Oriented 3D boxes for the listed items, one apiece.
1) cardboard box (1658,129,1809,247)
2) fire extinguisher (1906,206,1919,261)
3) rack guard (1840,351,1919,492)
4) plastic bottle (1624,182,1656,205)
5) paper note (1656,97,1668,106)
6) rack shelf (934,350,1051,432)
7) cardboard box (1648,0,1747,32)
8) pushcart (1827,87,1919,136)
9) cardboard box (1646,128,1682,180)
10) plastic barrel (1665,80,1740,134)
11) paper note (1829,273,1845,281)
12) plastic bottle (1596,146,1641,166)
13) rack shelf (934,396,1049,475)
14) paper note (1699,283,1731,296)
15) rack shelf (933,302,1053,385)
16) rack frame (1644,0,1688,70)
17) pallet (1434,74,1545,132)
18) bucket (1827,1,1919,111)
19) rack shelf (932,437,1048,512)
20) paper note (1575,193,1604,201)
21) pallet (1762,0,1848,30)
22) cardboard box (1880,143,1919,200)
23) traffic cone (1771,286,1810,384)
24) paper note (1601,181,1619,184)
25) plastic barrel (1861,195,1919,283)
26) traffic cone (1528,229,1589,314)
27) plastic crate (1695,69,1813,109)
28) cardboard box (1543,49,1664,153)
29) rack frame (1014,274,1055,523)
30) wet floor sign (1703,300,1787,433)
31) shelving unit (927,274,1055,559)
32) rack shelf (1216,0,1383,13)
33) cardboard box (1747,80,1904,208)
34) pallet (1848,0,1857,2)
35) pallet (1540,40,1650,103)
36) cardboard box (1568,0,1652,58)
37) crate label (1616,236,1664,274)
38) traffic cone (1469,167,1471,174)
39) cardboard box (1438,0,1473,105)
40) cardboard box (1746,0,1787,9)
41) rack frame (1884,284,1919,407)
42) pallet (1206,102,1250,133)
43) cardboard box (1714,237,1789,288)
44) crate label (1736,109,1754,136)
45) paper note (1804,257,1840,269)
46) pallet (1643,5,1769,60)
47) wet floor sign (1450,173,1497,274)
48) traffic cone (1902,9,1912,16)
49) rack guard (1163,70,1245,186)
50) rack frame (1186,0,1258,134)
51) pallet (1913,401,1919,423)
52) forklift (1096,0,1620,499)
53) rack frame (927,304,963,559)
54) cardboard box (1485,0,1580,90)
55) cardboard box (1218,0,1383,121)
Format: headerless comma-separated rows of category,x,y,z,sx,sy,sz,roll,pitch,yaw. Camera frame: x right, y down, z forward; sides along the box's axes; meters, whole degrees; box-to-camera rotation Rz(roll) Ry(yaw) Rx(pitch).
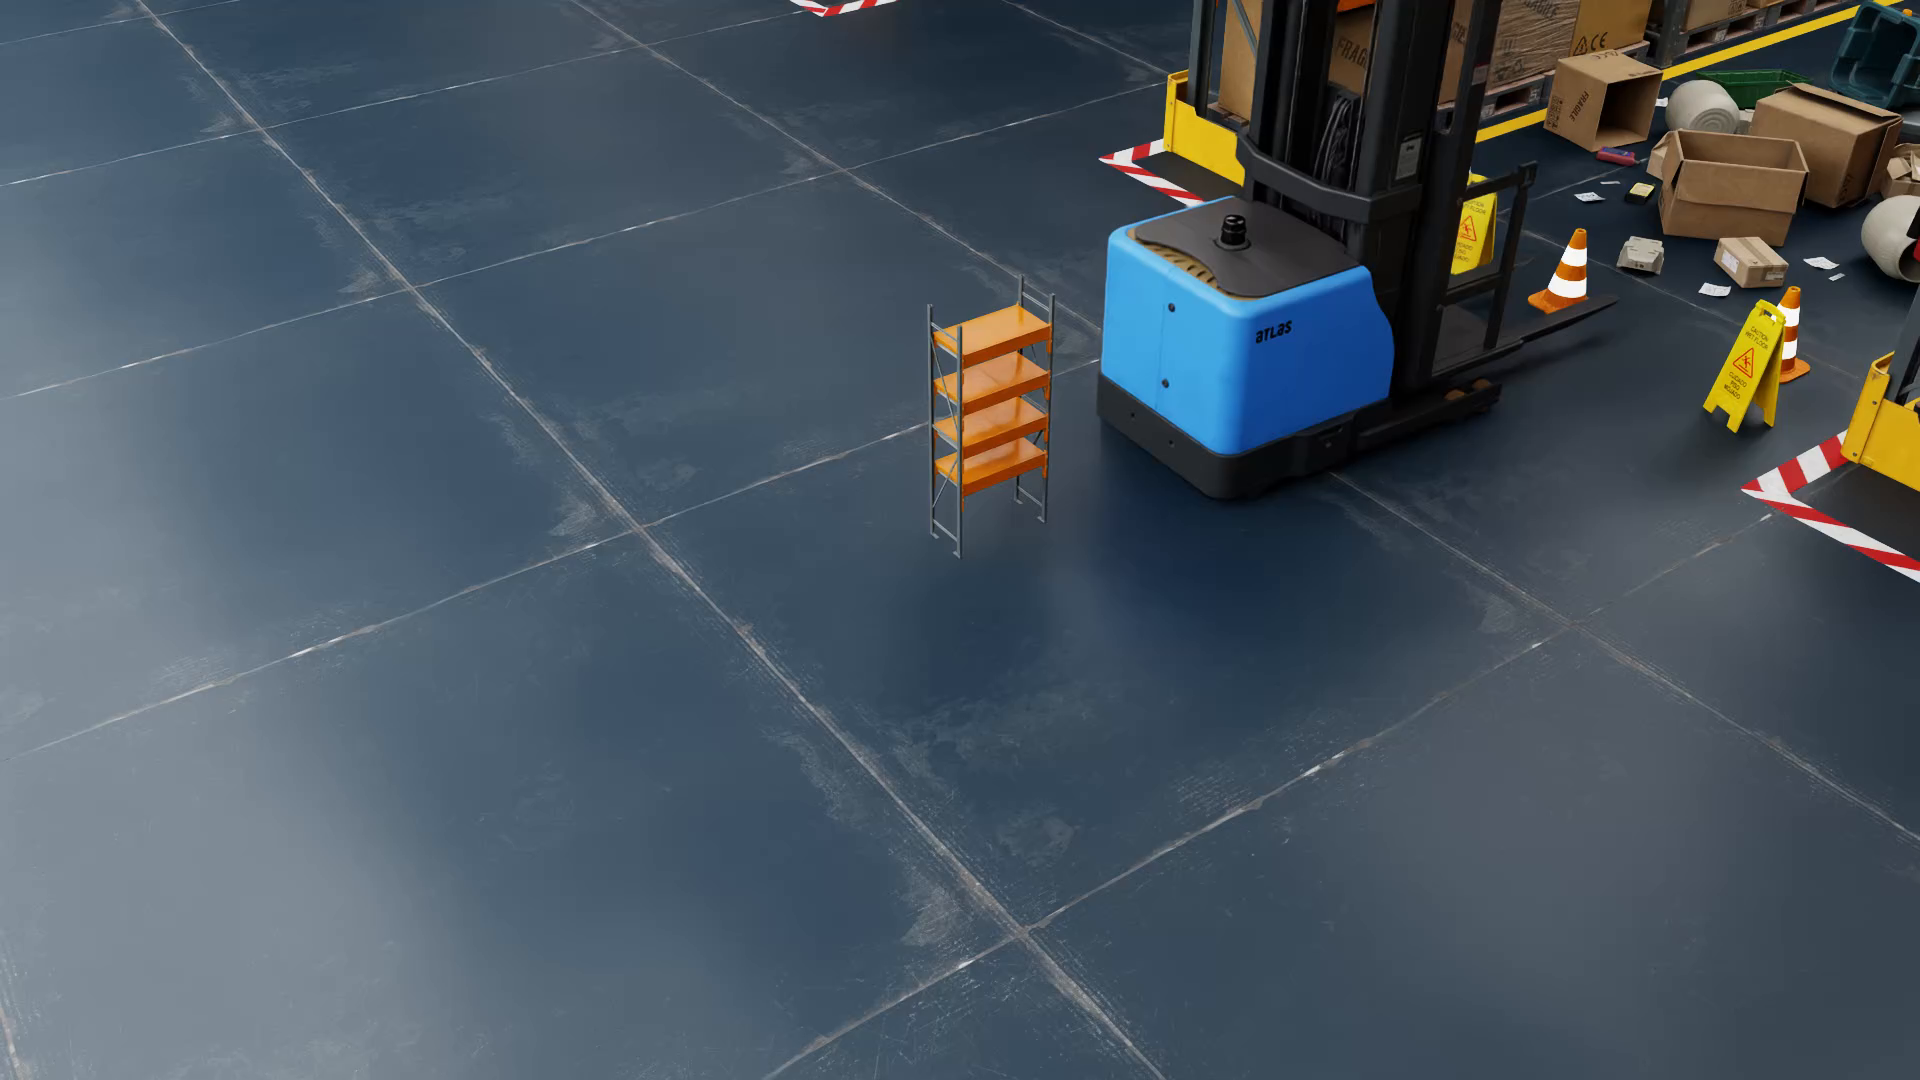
cardboard box,4.791,-2.196,10.373,0.797,0.503,0.637,9,37,12
fire extinguisher,4.454,-1.561,7.417,0.183,0.674,0.296,-22,41,-28
rack guard,4.875,-0.421,7.908,0.348,0.500,1.175,-22,41,-28
plastic bottle,4.451,-2.275,10.860,0.133,0.061,0.283,22,41,28
paper note,5.121,-3.221,12.202,0.147,0.020,0.142,9,37,12
rack shelf,0.135,-0.670,7.386,0.480,0.148,0.258,-22,41,-28
cardboard box,5.604,-4.594,13.135,0.750,0.750,1.050,-23,41,-28
pushcart,6.729,-2.763,11.268,1.648,0.377,0.936,22,41,28
cardboard box,4.805,-2.518,11.023,0.258,0.266,0.396,-15,38,-20
plastic barrel,5.105,-2.925,11.454,0.421,0.421,0.512,3,36,4
paper note,5.235,-1.571,9.925,0.123,0.001,0.032,-22,41,-28
plastic bottle,4.497,-2.607,11.322,0.283,0.061,0.133,22,41,28
rack shelf,0.135,-0.488,7.516,0.480,0.148,0.258,-22,41,-28
paper note,4.439,-1.473,9.772,0.148,0.019,0.142,22,41,28
rack shelf,0.135,-0.862,7.248,0.480,0.148,0.258,-22,41,-28
rack frame,5.149,-5.085,12.251,0.127,3.000,1.000,-22,41,-28
pallet,3.484,-3.321,12.187,1.213,0.211,1.003,-22,41,-28
bucket,6.366,-3.227,11.169,0.620,0.611,0.726,-1,34,-18
rack shelf,0.135,-0.327,7.632,0.480,0.148,0.258,-22,41,-28
paper note,4.105,-2.236,10.835,0.142,0.017,0.144,-9,37,-12
pallet,6.734,-4.661,14.050,1.213,0.211,1.003,-22,41,-28
cardboard box,6.181,-2.397,10.855,0.258,0.266,0.396,9,37,12
traffic cone,4.422,-1.141,8.940,0.334,0.463,0.336,-22,41,-28
paper note,4.317,-2.372,11.039,0.123,0.001,0.032,-3,36,-4
plastic barrel,5.630,-1.782,9.865,0.421,0.421,0.512,3,36,4
traffic cone,3.504,-1.557,9.518,0.334,0.463,0.336,-22,41,-28
plastic crate,5.761,-3.283,12.104,0.662,0.188,0.450,-3,26,-4
cardboard box,4.471,-3.059,11.573,0.500,0.500,0.500,-15,38,-20
rack frame,0.335,-0.625,7.591,0.015,1.200,0.240,-22,41,-28
wet floor sign,4.042,-0.902,8.451,0.232,0.644,0.267,-9,37,-12
shelving unit,0.135,-0.543,7.477,0.503,1.200,0.258,-22,41,-28
rack shelf,3.514,-4.120,11.525,4.000,0.370,1.077,-22,41,-28
cardboard box,5.550,-2.570,10.776,0.503,0.637,0.797,-22,41,-28
pallet,7.730,-5.069,14.617,1.213,0.211,1.003,-22,41,-28
pallet,4.482,-3.734,12.761,1.213,0.211,1.003,-22,41,-28
cardboard box,4.594,-4.214,12.501,0.875,0.875,0.875,-22,41,-27
crate label,4.111,-1.718,10.022,0.250,0.136,0.298,15,38,20
traffic cone,3.131,-2.210,10.427,0.334,0.463,0.336,-22,41,-28
cardboard box,3.113,-3.604,11.652,0.875,0.875,0.875,-23,42,-29
cardboard box,6.395,-4.916,13.584,0.750,0.750,1.050,-22,41,-28
rack frame,4.813,-1.411,7.142,0.127,3.000,1.000,-22,41,-28
pallet,2.488,-2.913,11.620,1.213,0.211,1.003,-22,41,-28
cardboard box,4.720,-1.658,9.928,0.250,0.149,0.380,-3,36,-4
crate label,5.525,-2.933,11.711,0.298,0.136,0.250,9,37,12
paper note,5.220,-1.683,10.073,0.142,0.019,0.148,-9,37,-12
pallet,5.736,-4.248,13.476,1.213,0.211,1.003,-22,41,-28
wet floor sign,2.996,-1.829,9.740,0.267,0.644,0.232,30,45,35
traffic cone,7.115,-3.785,12.617,0.334,0.463,0.336,-22,41,-28
rack guard,1.860,-2.716,11.099,0.348,0.500,1.175,-22,41,-28
rack frame,1.879,-3.739,10.380,0.127,3.000,1.000,-22,41,-28
pallet,5.560,-0.561,8.349,1.213,0.211,1.003,-22,41,-28
forklift,2.215,-2.037,8.071,3.031,2.935,1.130,-21,41,-26
rack frame,-0.064,-0.461,7.363,0.015,1.200,0.240,-22,41,-28
cardboard box,3.860,-3.909,12.077,0.875,0.875,0.875,-22,41,-28
cardboard box,2.395,-3.307,11.239,0.875,0.875,0.875,-22,41,-28
